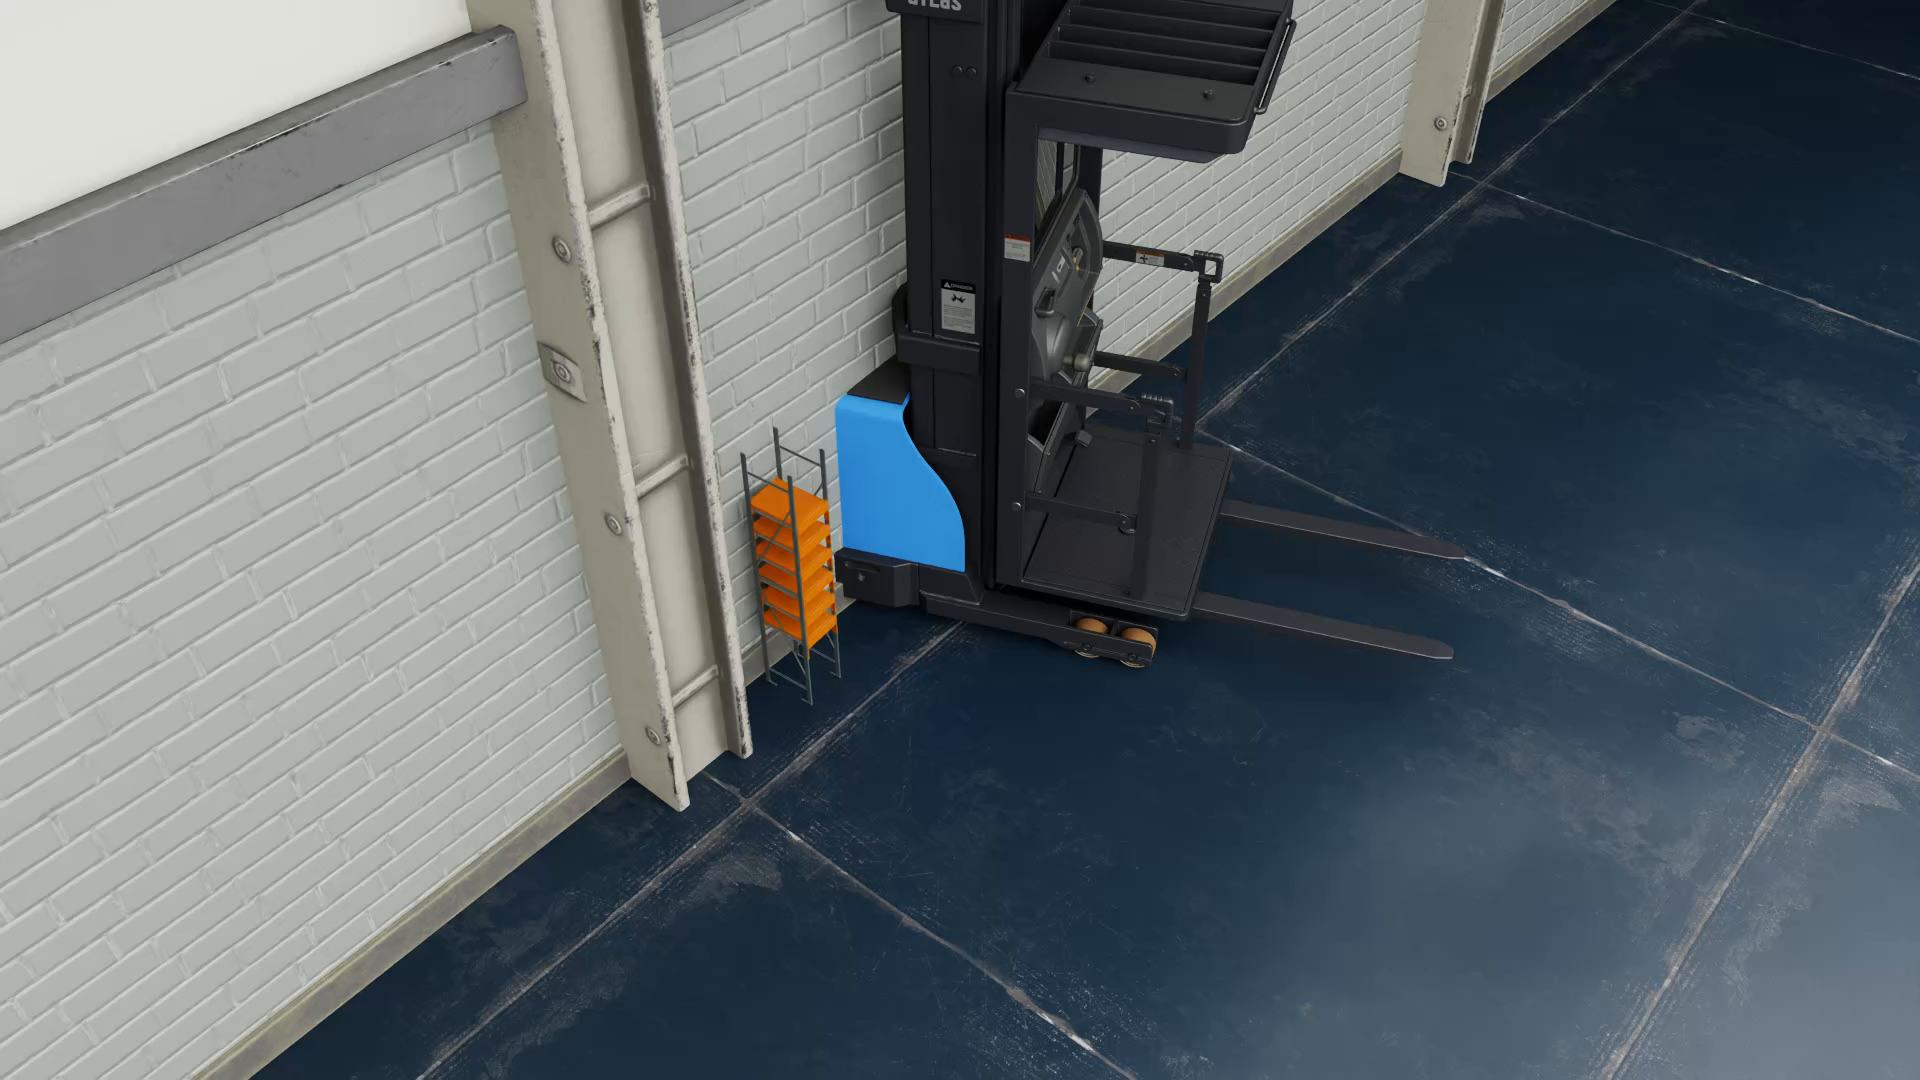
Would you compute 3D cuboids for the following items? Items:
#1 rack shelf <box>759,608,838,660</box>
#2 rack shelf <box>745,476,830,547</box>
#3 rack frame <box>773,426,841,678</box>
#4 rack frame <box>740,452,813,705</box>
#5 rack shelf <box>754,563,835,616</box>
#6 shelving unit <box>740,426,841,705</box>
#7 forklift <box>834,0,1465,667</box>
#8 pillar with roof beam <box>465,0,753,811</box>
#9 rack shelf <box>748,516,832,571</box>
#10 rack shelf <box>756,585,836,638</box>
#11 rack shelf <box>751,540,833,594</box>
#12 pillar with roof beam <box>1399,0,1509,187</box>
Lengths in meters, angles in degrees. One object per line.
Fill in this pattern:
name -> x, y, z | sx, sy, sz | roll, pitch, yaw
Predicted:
rack shelf -> -0.641, 0.335, 6.595 | 0.258, 0.103, 0.180 | 25, 48, 25
rack shelf -> -0.641, -0.109, 6.191 | 0.258, 0.103, 0.180 | 25, 48, 25
rack frame -> -0.588, 0.074, 6.458 | 0.240, 1.200, 0.006 | 25, 48, 25
rack frame -> -0.694, 0.175, 6.348 | 0.240, 1.200, 0.006 | 25, 48, 25
rack shelf -> -0.641, 0.158, 6.433 | 0.258, 0.103, 0.180 | 25, 48, 25
shelving unit -> -0.641, 0.125, 6.403 | 0.258, 1.200, 0.189 | 25, 48, 25
forklift -> 0.599, -0.961, 6.311 | 3.031, 2.935, 1.130 | 12, 44, 12
pillar with roof beam -> 2.244, -0.603, 1.406 | 9.100, 9.000, 0.400 | 29, 50, 28
rack shelf -> -0.641, -0.020, 6.272 | 0.258, 0.103, 0.180 | 25, 48, 25
rack shelf -> -0.641, 0.246, 6.514 | 0.258, 0.103, 0.180 | 25, 48, 25
rack shelf -> -0.641, 0.069, 6.352 | 0.258, 0.103, 0.180 | 25, 48, 25
pillar with roof beam -> 6.105, -3.692, 4.804 | 9.100, 9.000, 0.400 | 29, 50, 28
